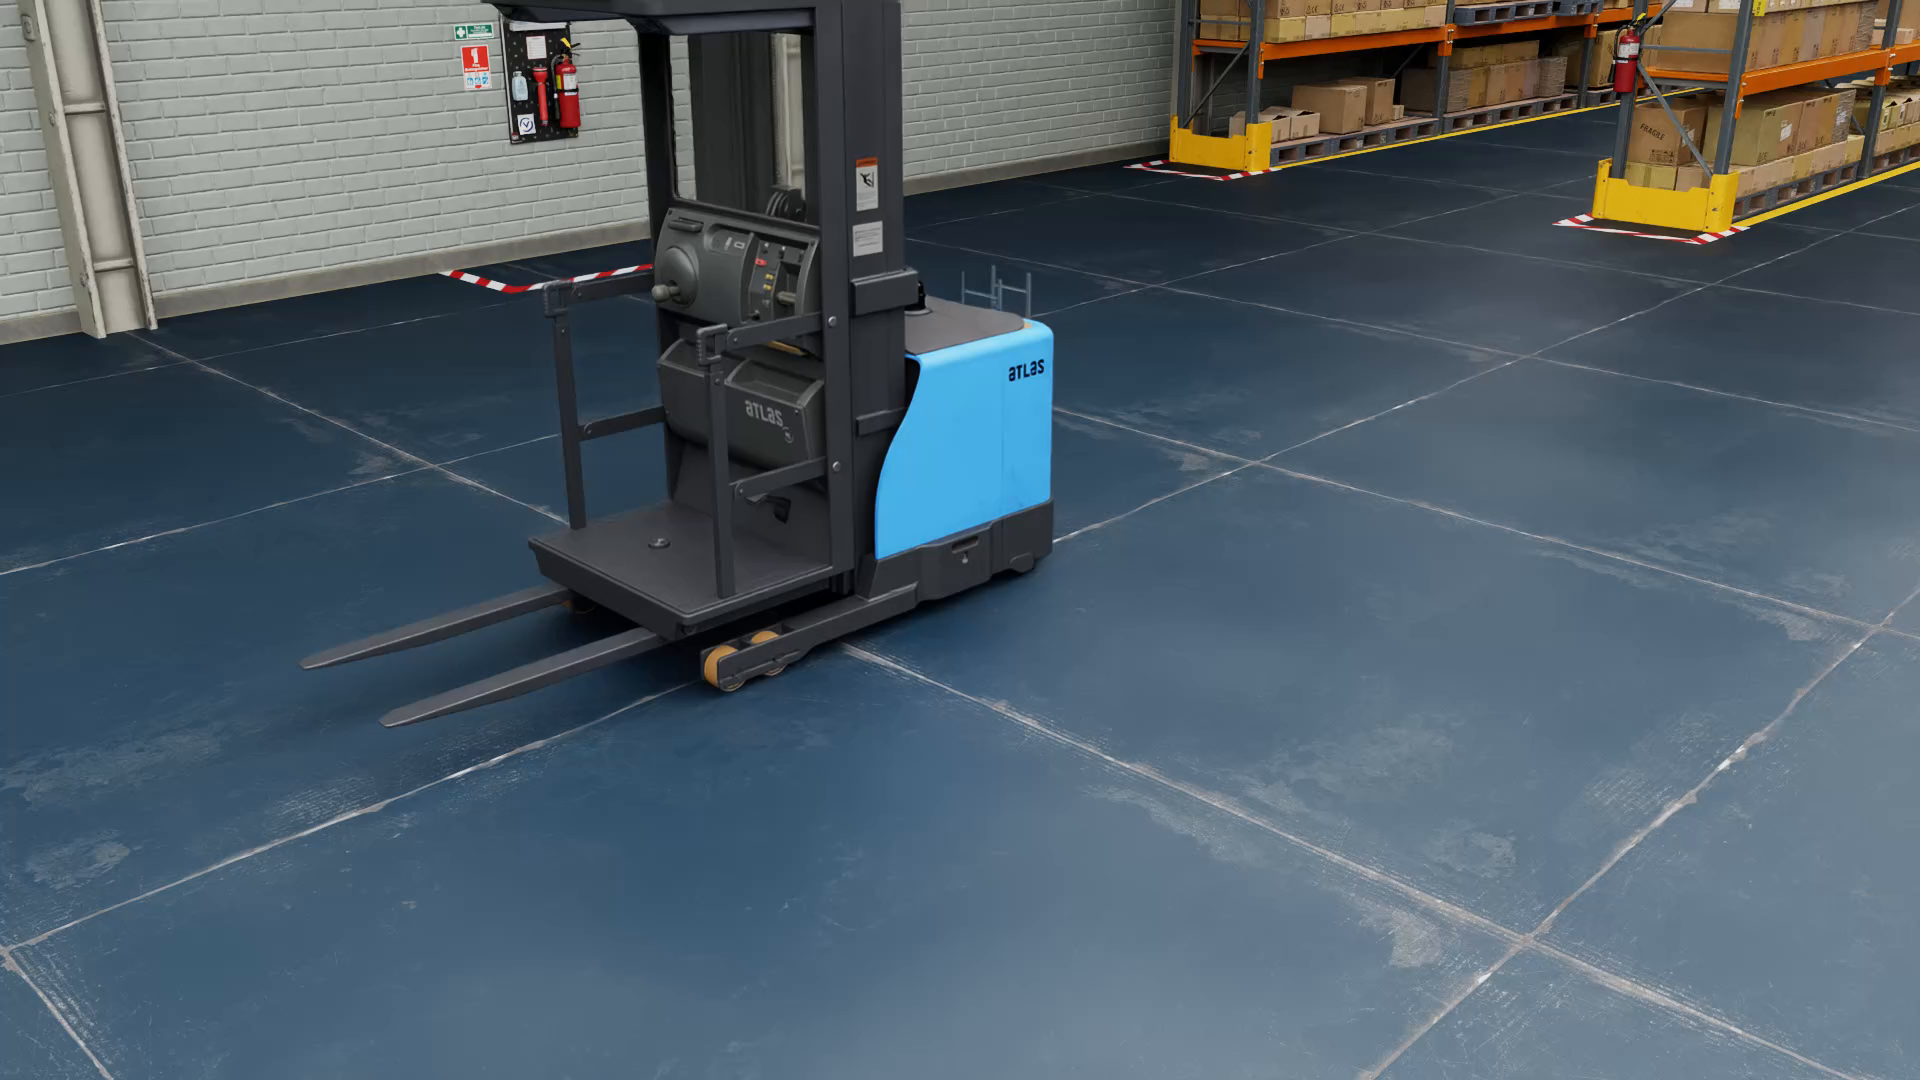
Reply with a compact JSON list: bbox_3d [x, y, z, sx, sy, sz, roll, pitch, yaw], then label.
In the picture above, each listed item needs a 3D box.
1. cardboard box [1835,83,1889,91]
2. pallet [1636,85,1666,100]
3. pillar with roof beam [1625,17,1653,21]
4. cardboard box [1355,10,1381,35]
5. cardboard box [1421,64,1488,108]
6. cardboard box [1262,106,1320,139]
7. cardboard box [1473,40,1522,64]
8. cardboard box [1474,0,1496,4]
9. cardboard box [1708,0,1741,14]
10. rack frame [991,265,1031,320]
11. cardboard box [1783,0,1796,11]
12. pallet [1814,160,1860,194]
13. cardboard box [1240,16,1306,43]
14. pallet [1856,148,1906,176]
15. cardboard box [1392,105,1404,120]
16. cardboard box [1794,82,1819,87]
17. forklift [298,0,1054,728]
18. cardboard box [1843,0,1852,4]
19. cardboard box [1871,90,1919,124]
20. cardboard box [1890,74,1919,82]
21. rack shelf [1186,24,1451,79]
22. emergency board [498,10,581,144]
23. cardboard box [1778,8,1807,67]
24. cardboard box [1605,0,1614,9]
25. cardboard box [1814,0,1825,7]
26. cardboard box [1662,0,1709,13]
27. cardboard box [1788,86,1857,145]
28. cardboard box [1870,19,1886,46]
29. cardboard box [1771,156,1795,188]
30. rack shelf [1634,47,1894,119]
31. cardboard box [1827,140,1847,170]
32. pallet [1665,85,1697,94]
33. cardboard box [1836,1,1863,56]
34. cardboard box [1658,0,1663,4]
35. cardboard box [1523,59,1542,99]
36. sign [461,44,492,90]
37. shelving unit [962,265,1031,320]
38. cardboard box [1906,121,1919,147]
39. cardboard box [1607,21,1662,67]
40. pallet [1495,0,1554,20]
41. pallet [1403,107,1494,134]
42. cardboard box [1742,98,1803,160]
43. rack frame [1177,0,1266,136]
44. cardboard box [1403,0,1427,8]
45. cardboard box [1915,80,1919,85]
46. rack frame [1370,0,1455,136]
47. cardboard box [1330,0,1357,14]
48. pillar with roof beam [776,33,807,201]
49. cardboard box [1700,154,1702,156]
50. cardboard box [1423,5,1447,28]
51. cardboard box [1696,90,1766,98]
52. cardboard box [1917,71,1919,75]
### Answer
[{"bbox_3d":[10.276,-5.049,18.995,0.500,0.311,0.500,19,28,40],"label":"cardboard box"},{"bbox_3d":[9.831,-6.769,24.891,1.003,0.211,1.213,19,28,41],"label":"pallet"},{"bbox_3d":[14.120,-10.722,22.927,9.100,9.000,0.400,19,28,41],"label":"pillar with roof beam"},{"bbox_3d":[4.429,-5.899,18.923,0.500,0.250,0.500,20,28,41],"label":"cardboard box"},{"bbox_3d":[6.412,-5.924,21.676,0.700,0.500,0.500,19,28,40],"label":"cardboard box"},{"bbox_3d":[3.740,-4.770,18.939,0.500,0.311,0.500,-17,27,-38],"label":"cardboard box"},{"bbox_3d":[7.114,-6.501,22.132,0.500,0.250,0.500,19,28,40],"label":"cardboard box"},{"bbox_3d":[6.360,-7.062,21.016,0.500,0.500,0.700,-17,27,-37],"label":"cardboard box"},{"bbox_3d":[6.775,-4.676,14.515,0.380,0.149,0.250,19,28,40],"label":"cardboard box"},{"bbox_3d":[0.224,-0.635,7.555,0.006,1.200,0.240,-19,28,-41],"label":"rack frame"},{"bbox_3d":[7.310,-4.872,15.026,0.380,0.149,0.250,19,28,40],"label":"cardboard box"},{"bbox_3d":[8.553,-3.812,17.198,1.003,0.211,1.213,19,28,41],"label":"pallet"},{"bbox_3d":[3.363,-5.503,17.893,0.500,0.250,0.500,18,28,39],"label":"cardboard box"},{"bbox_3d":[9.624,-4.205,18.220,1.003,0.211,1.213,19,28,41],"label":"pallet"},{"bbox_3d":[5.234,-5.284,20.477,0.380,0.166,0.250,15,26,34],"label":"cardboard box"},{"bbox_3d":[8.590,-4.529,17.379,0.500,0.500,0.500,19,28,41],"label":"cardboard box"},{"bbox_3d":[-1.003,-1.019,6.141,3.031,2.935,1.130,-19,28,-41],"label":"forklift"},{"bbox_3d":[8.390,-5.272,16.067,0.380,0.149,0.250,19,28,40],"label":"cardboard box"},{"bbox_3d":[10.318,-4.786,18.312,0.500,0.311,0.500,18,27,39],"label":"cardboard box"},{"bbox_3d":[11.352,-5.449,20.036,0.500,0.311,0.500,-19,28,-40],"label":"cardboard box"},{"bbox_3d":[4.191,-5.696,19.217,1.077,0.370,4.000,19,28,41],"label":"rack shelf"},{"bbox_3d":[-3.273,-3.746,13.141,0.194,1.169,0.643,19,28,41],"label":"emergency board"},{"bbox_3d":[7.396,-4.705,15.496,0.700,0.500,0.500,19,28,41],"label":"cardboard box"},{"bbox_3d":[8.954,-7.556,23.374,0.250,0.149,0.380,-20,29,-41],"label":"cardboard box"},{"bbox_3d":[7.848,-5.071,15.542,0.380,0.149,0.250,20,28,41],"label":"cardboard box"},{"bbox_3d":[6.477,-4.775,14.772,0.380,0.149,0.250,19,28,40],"label":"cardboard box"},{"bbox_3d":[8.614,-4.270,16.706,0.500,0.500,0.500,19,28,41],"label":"cardboard box"},{"bbox_3d":[9.450,-5.375,17.587,0.500,0.250,0.500,-18,27,-39],"label":"cardboard box"},{"bbox_3d":[7.576,-3.532,15.830,0.500,0.250,0.500,19,28,41],"label":"cardboard box"},{"bbox_3d":[7.743,-4.458,15.994,1.077,0.370,4.000,19,28,41],"label":"rack shelf"},{"bbox_3d":[8.615,-3.920,16.840,0.500,0.250,0.500,19,28,41],"label":"cardboard box"},{"bbox_3d":[10.683,-7.084,25.711,1.003,0.211,1.213,19,28,41],"label":"pallet"},{"bbox_3d":[8.469,-5.101,16.526,0.700,0.500,0.500,19,28,40],"label":"cardboard box"},{"bbox_3d":[10.216,-8.021,24.585,0.380,0.149,0.250,18,28,39],"label":"cardboard box"},{"bbox_3d":[7.469,-6.312,22.686,0.700,0.500,0.500,19,28,41],"label":"cardboard box"},{"bbox_3d":[-3.732,-3.647,12.832,0.001,0.329,0.234,19,28,41],"label":"sign"},{"bbox_3d":[0.159,-0.612,7.495,0.189,1.200,0.258,-19,28,-41],"label":"shelving unit"},{"bbox_3d":[10.314,-4.527,18.418,0.500,0.250,0.500,18,28,39],"label":"cardboard box"},{"bbox_3d":[10.189,-7.366,24.970,0.750,0.750,0.750,-19,28,-40],"label":"cardboard box"},{"bbox_3d":[7.025,-6.966,21.784,1.003,0.211,1.213,19,28,41],"label":"pallet"},{"bbox_3d":[6.128,-5.445,21.447,1.003,0.211,1.213,19,28,41],"label":"pallet"},{"bbox_3d":[7.568,-3.885,15.703,0.500,0.500,0.500,19,28,41],"label":"cardboard box"},{"bbox_3d":[2.796,-5.518,17.750,1.000,3.000,0.127,19,28,41],"label":"rack frame"},{"bbox_3d":[5.134,-6.507,19.459,0.500,0.500,0.500,19,28,40],"label":"cardboard box"},{"bbox_3d":[11.381,-5.178,19.332,0.500,0.311,0.500,19,28,40],"label":"cardboard box"},{"bbox_3d":[5.586,-6.546,20.425,1.000,3.000,0.127,19,28,41],"label":"rack frame"},{"bbox_3d":[4.061,-6.111,18.428,0.500,0.500,0.500,18,27,39],"label":"cardboard box"},{"bbox_3d":[1.563,-6.095,10.889,9.100,9.000,0.400,19,28,41],"label":"pillar with roof beam"},{"bbox_3d":[6.850,-3.535,15.838,0.500,0.250,0.500,19,28,41],"label":"cardboard box"},{"bbox_3d":[5.473,-6.288,19.934,0.500,0.250,0.500,19,28,41],"label":"cardboard box"},{"bbox_3d":[7.545,-4.143,16.375,0.500,0.500,0.500,19,28,41],"label":"cardboard box"},{"bbox_3d":[12.413,-5.673,21.025,0.500,0.500,0.500,-19,28,-40],"label":"cardboard box"}]
